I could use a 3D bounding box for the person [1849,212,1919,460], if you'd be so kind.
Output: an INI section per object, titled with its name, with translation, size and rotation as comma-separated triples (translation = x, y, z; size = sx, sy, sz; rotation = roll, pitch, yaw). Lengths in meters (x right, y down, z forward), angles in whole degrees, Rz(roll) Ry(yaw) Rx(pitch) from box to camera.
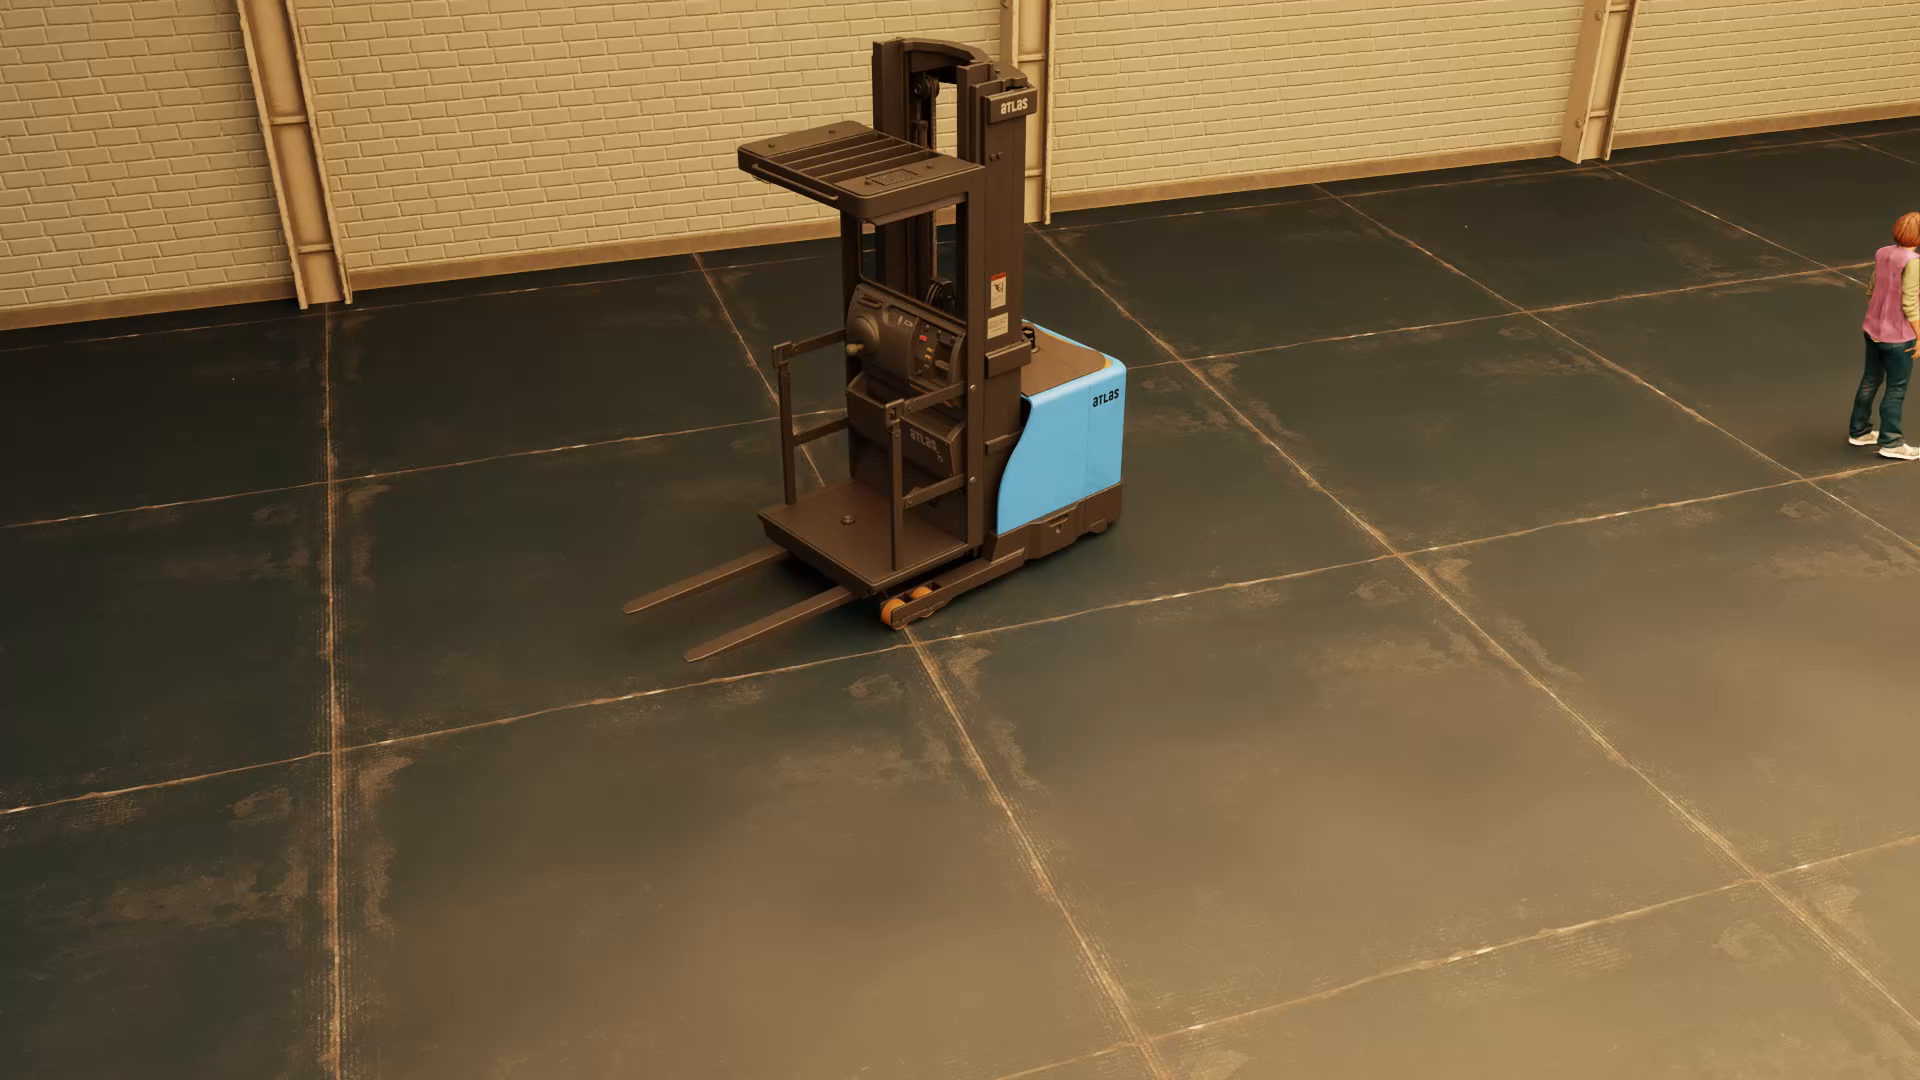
[person]
translation = 6.075, -1.331, 10.726
size = 0.474, 1.598, 0.519
rotation = -3, 30, -6

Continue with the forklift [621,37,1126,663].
[forklift]
translation = -0.461, -1.072, 8.951
size = 3.031, 2.935, 1.130
rotation = -23, 37, -34
